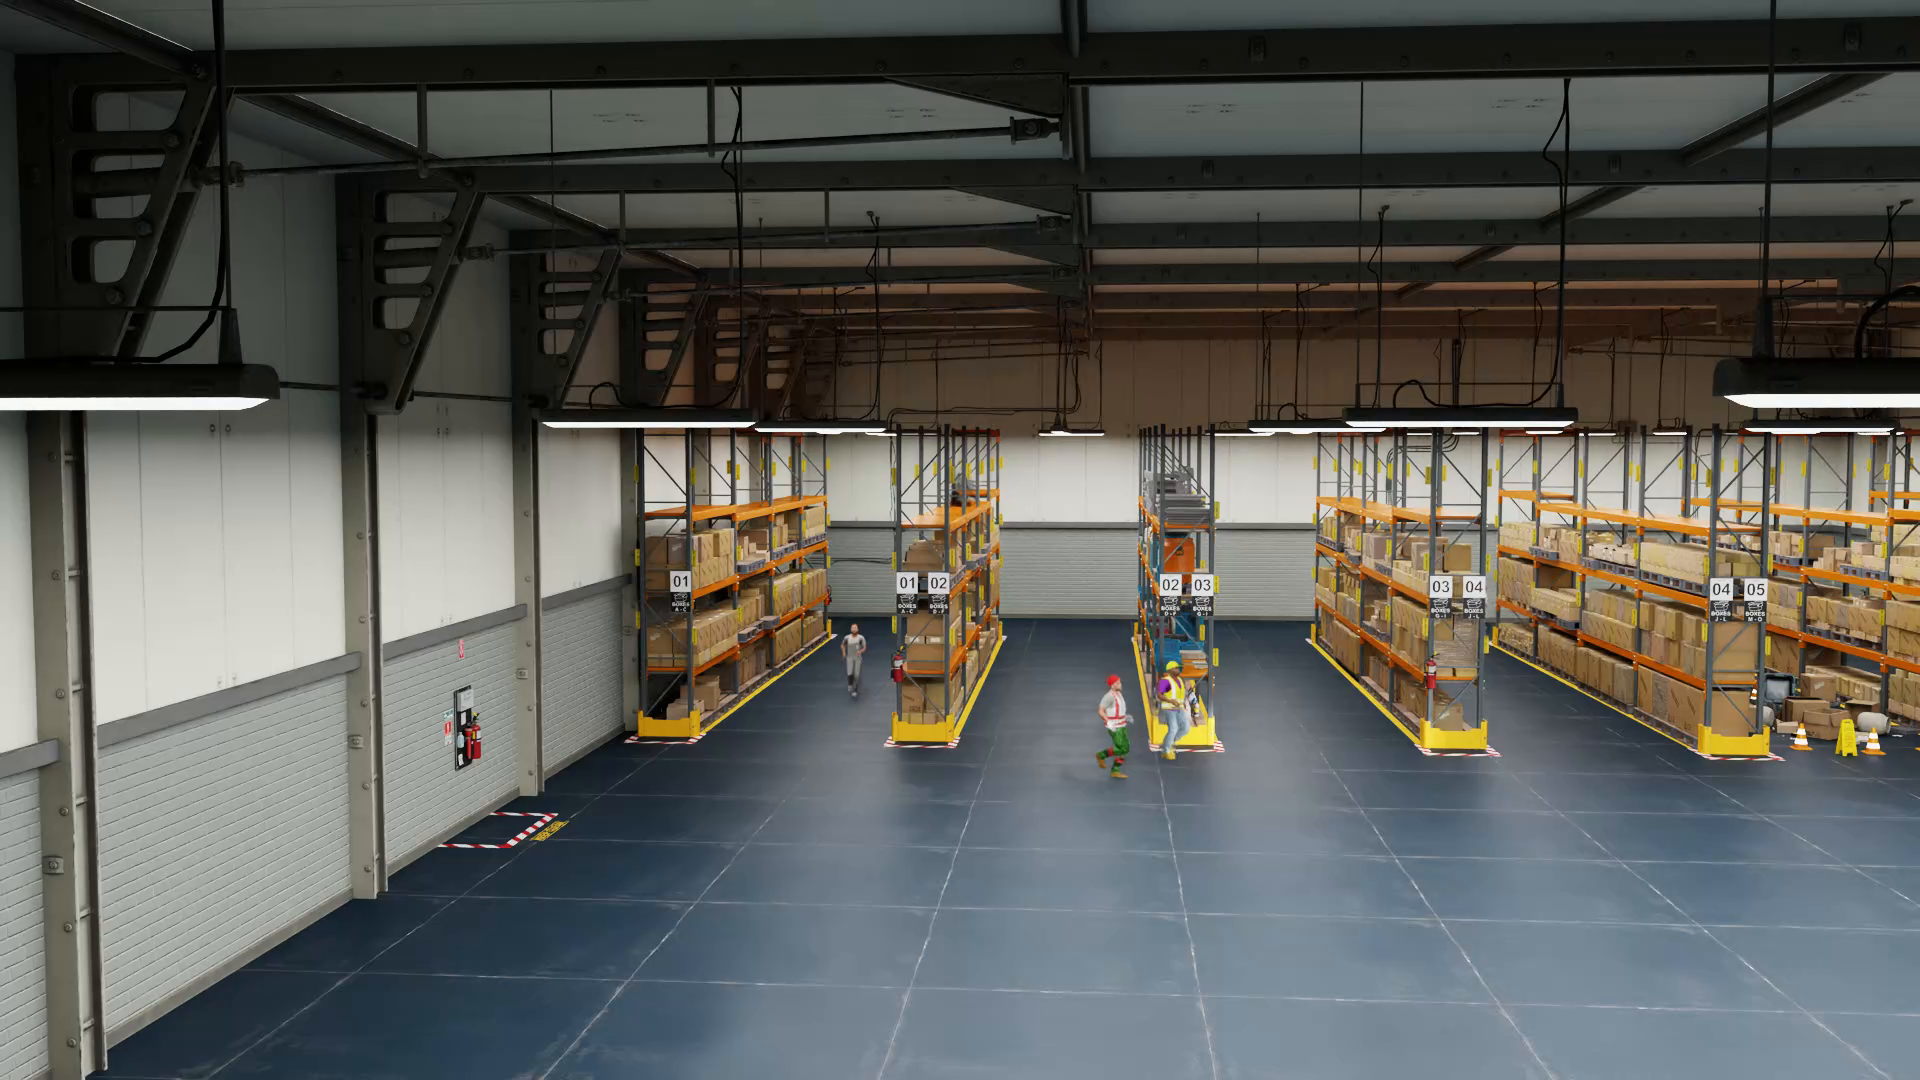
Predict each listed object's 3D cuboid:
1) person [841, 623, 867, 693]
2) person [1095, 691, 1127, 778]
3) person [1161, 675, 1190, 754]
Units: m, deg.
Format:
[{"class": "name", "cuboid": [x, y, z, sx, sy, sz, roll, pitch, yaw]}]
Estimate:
[{"class": "person", "cuboid": [-2.356, 2.635, 36.901, 0.566, 1.574, 0.528, 0, 3, -3]}, {"class": "person", "cuboid": [2.587, 3.283, 28.136, 0.543, 1.468, 0.634, 2, 4, 31]}, {"class": "person", "cuboid": [3.862, 3.134, 29.787, 0.444, 1.417, 0.487, -3, 5, -43]}]
